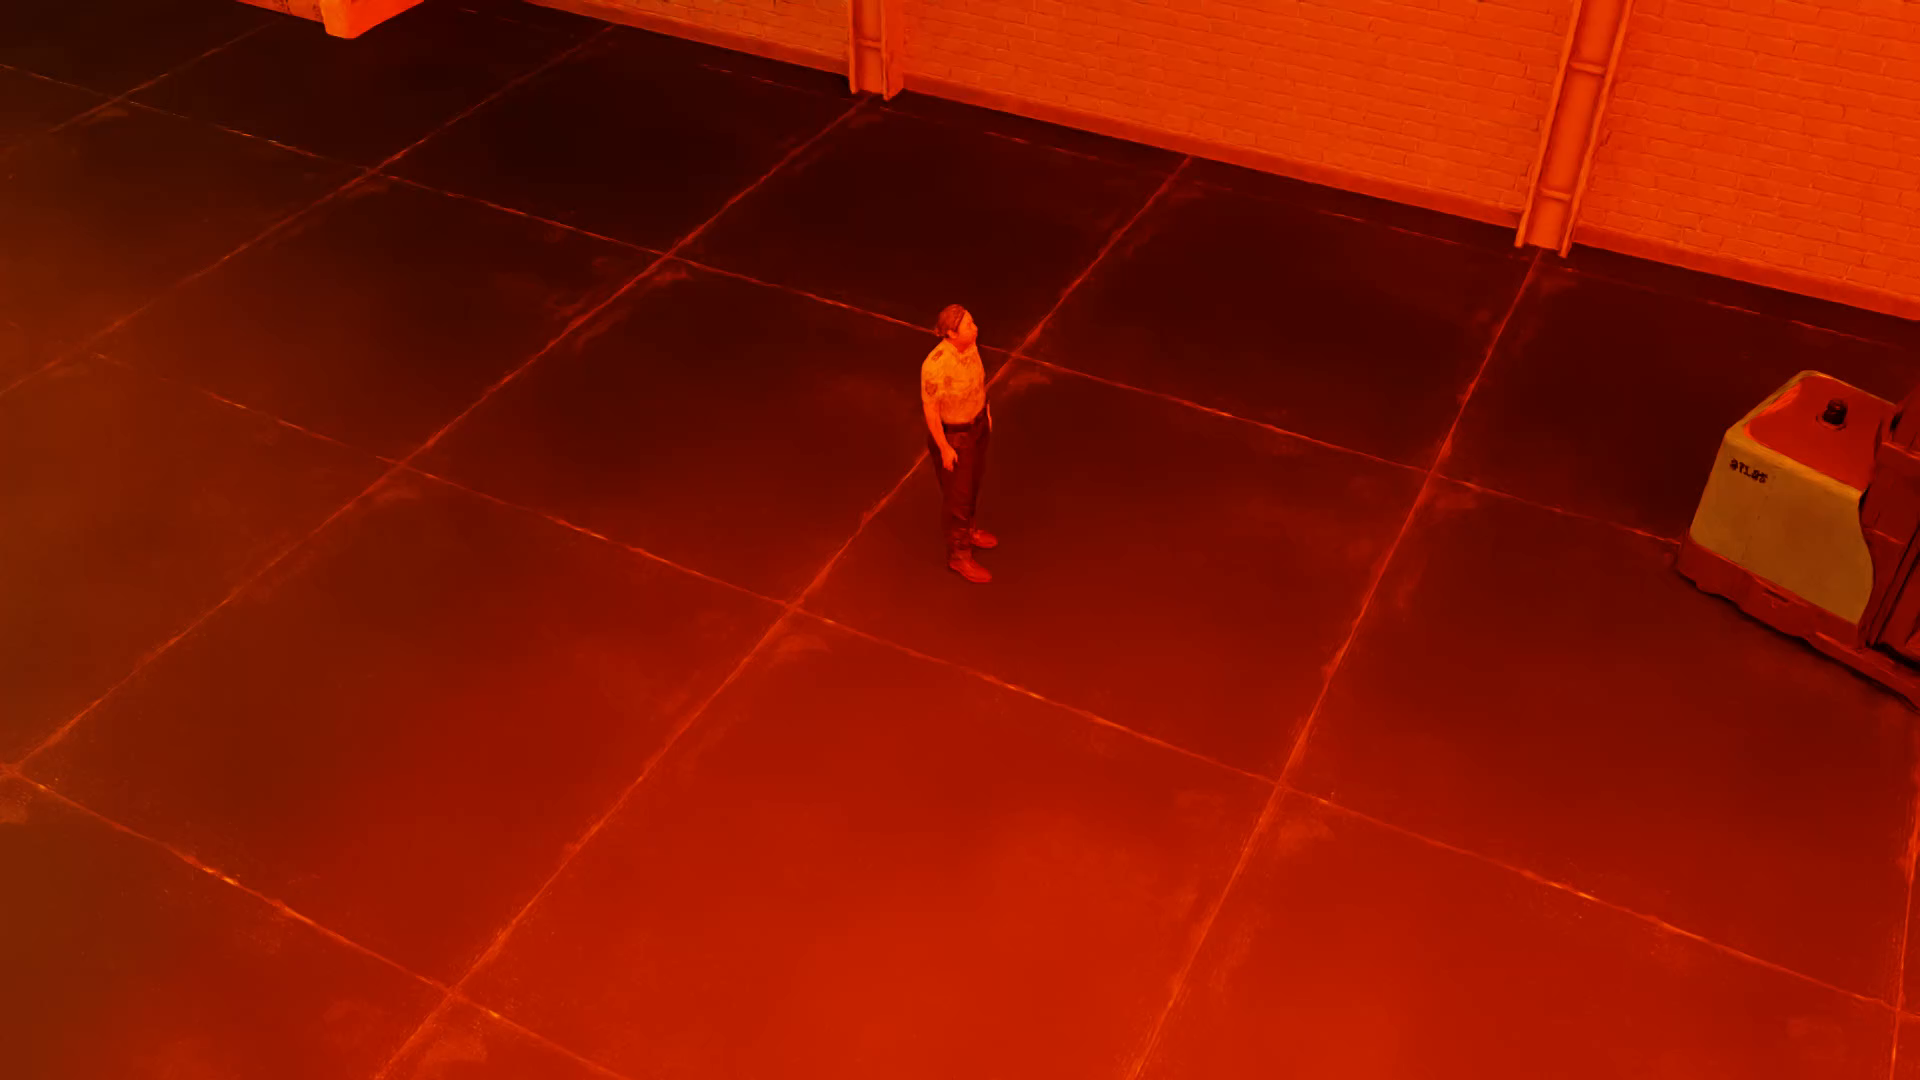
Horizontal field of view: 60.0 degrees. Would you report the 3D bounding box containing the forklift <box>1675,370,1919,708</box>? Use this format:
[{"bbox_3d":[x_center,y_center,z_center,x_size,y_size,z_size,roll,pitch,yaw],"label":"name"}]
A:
[{"bbox_3d":[5.653,-0.417,8.482,1.130,2.935,3.031,-31,49,-31],"label":"forklift"}]

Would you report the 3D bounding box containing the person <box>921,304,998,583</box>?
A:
[{"bbox_3d":[0.069,-0.596,9.679,0.502,1.650,0.599,18,43,21],"label":"person"}]
